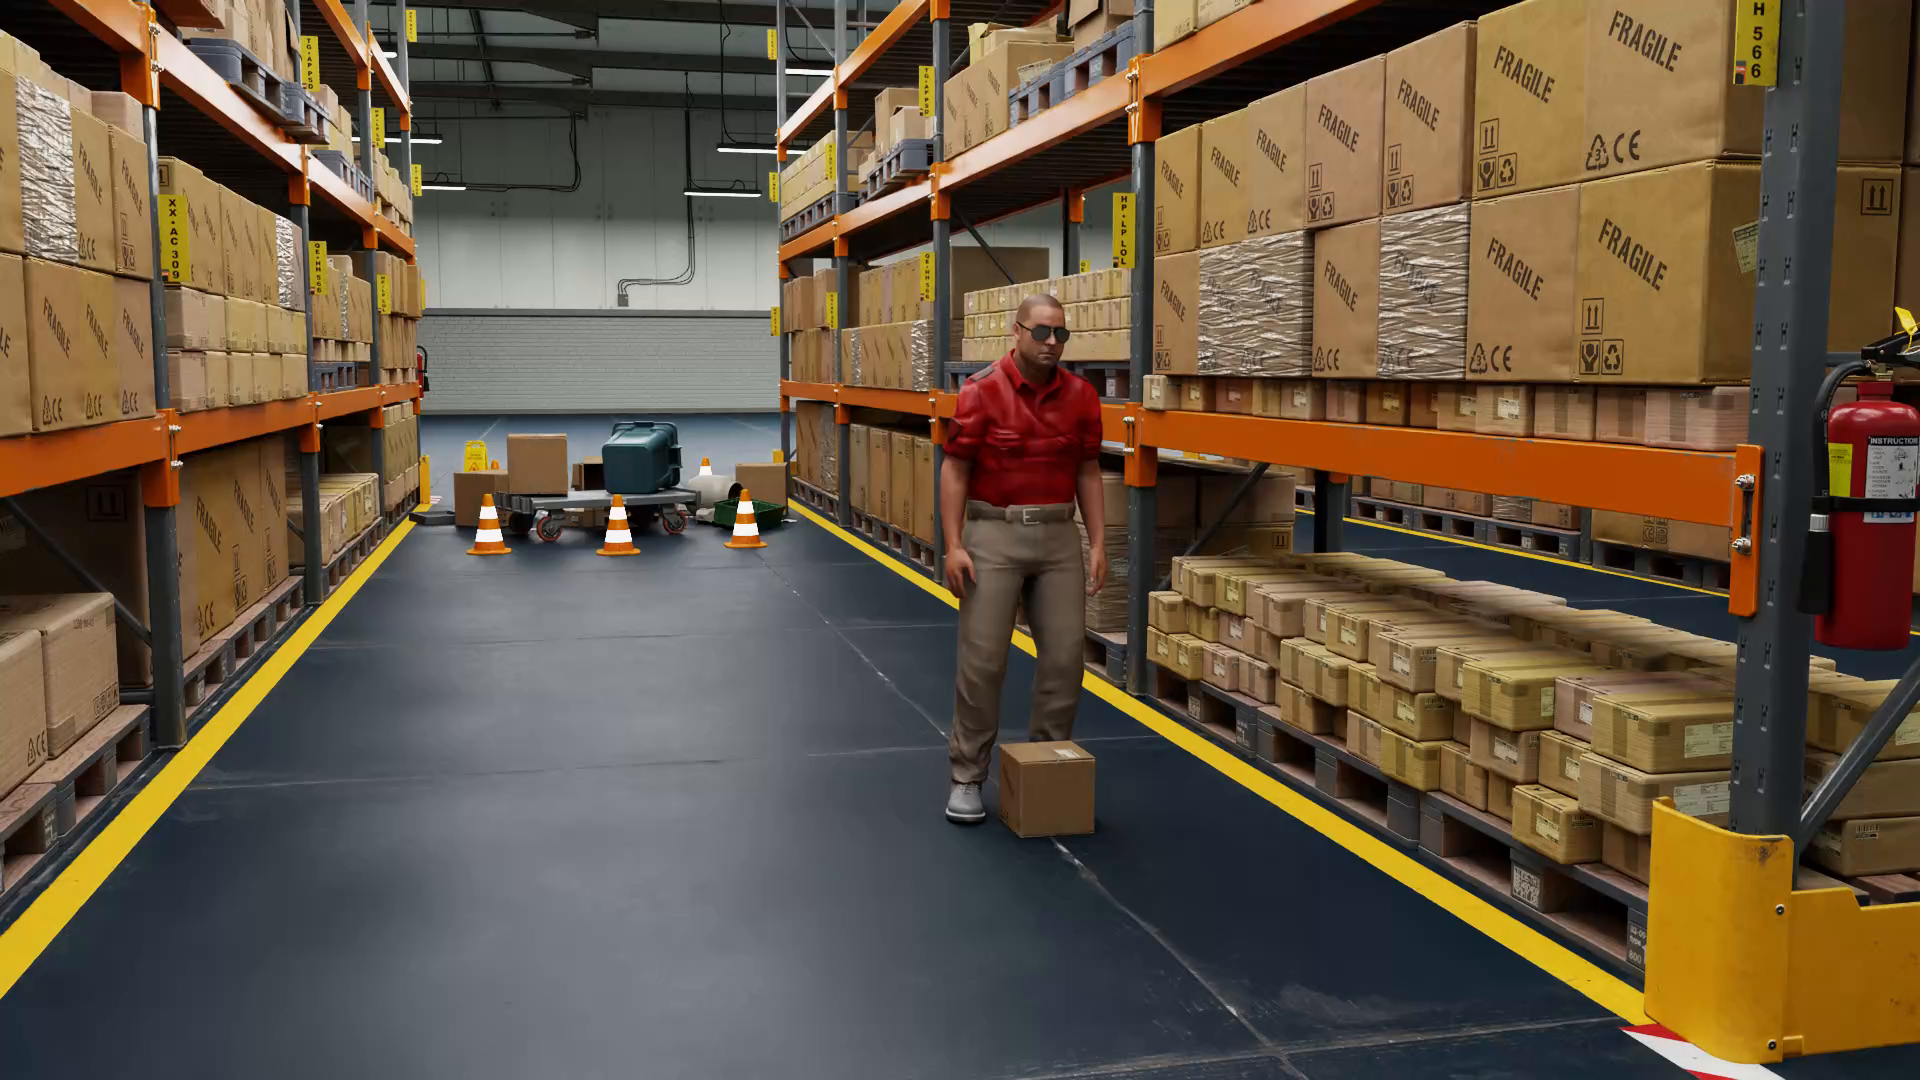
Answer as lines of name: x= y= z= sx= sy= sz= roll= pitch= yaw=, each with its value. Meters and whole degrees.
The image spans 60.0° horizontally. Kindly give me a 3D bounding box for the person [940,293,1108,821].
person: x=0.216 y=0.047 z=5.576 sx=0.604 sy=1.726 sz=0.394 roll=-2 pitch=6 yaw=-18
